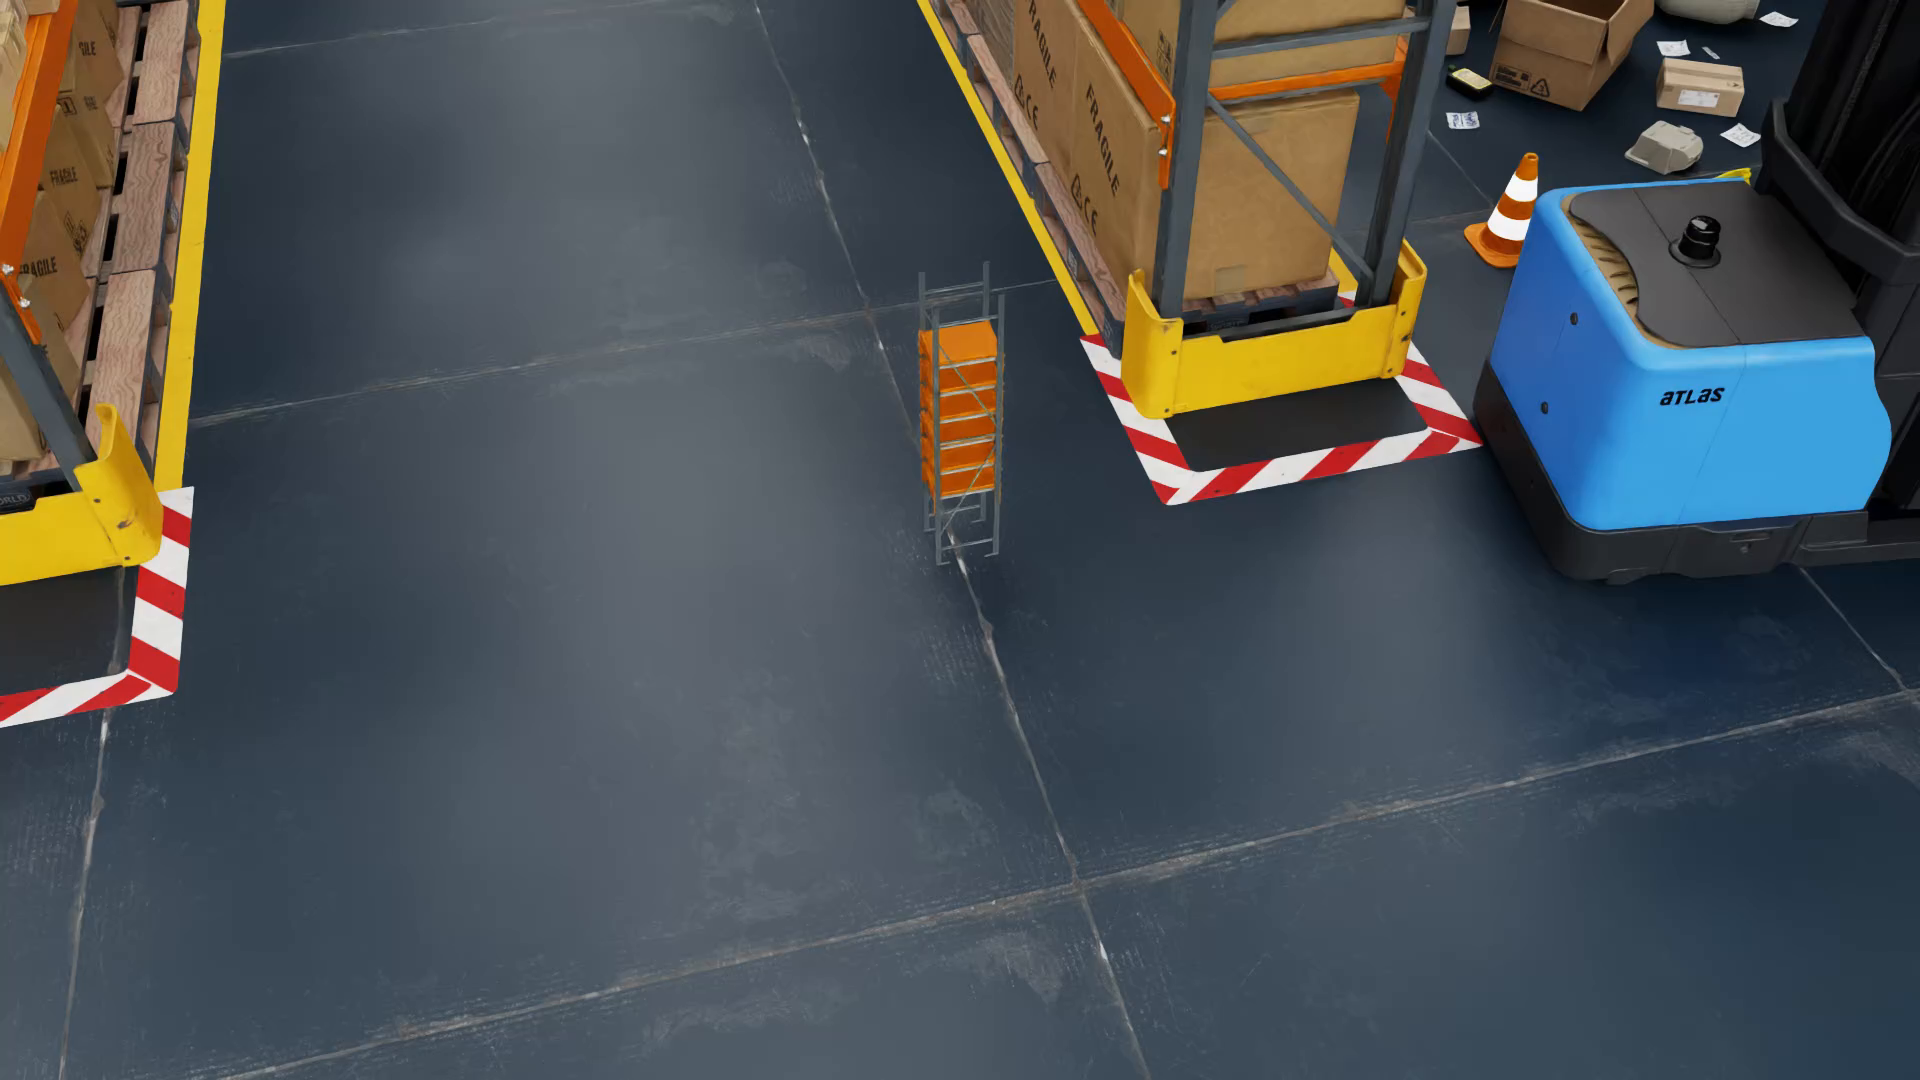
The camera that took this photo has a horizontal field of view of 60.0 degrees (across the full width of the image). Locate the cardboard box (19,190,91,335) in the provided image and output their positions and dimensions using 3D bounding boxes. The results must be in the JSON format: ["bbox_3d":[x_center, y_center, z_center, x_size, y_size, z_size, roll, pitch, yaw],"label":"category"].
[{"bbox_3d":[-3.895,-1.045,6.630,0.500,0.500,0.500,0,46,0],"label":"cardboard box"}]

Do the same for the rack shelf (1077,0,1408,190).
[{"bbox_3d":[0.743,-2.899,7.494,1.077,0.370,4.000,-11,47,-10],"label":"rack shelf"}]

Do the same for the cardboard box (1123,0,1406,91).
[{"bbox_3d":[1.116,-2.070,6.073,0.875,0.550,0.550,-11,47,-10],"label":"cardboard box"}]

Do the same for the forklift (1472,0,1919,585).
[{"bbox_3d":[3.608,-1.316,5.487,3.031,2.935,1.130,-5,46,-4],"label":"forklift"}]

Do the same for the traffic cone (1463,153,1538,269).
[{"bbox_3d":[2.492,-1.508,7.404,0.336,0.463,0.334,-11,47,-10],"label":"traffic cone"}]

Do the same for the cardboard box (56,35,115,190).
[{"bbox_3d":[-4.137,-1.874,7.443,0.500,0.500,0.500,-15,47,-14],"label":"cardboard box"}]

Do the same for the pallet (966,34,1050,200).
[{"bbox_3d":[0.666,-2.172,8.231,1.003,0.211,1.213,-11,47,-10],"label":"pallet"}]

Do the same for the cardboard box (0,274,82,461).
[{"bbox_3d":[-3.709,-0.639,6.232,0.500,0.500,0.500,-3,46,-3],"label":"cardboard box"}]

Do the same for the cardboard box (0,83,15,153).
[{"bbox_3d":[-3.503,-1.436,5.733,0.380,0.149,0.250,-11,47,-10],"label":"cardboard box"}]

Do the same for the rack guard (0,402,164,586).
[{"bbox_3d":[-3.585,-0.110,6.008,1.175,0.500,0.348,-11,47,-10],"label":"rack guard"}]

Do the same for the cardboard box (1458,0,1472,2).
[{"bbox_3d":[2.870,-3.312,9.048,0.797,0.637,0.503,-11,47,-10],"label":"cardboard box"}]

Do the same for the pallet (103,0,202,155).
[{"bbox_3d":[-4.383,-2.261,8.318,1.003,0.211,1.213,-11,47,-10],"label":"pallet"}]

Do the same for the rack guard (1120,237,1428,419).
[{"bbox_3d":[1.261,-0.878,6.760,1.175,0.500,0.348,-11,47,-10],"label":"rack guard"}]

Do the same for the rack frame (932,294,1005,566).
[{"bbox_3d":[0.027,-0.347,5.750,0.240,1.200,0.006,-11,47,-10],"label":"rack frame"}]

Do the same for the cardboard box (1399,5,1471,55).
[{"bbox_3d":[2.452,-2.724,8.734,0.396,0.266,0.258,-3,46,-3],"label":"cardboard box"}]

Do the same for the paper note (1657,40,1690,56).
[{"bbox_3d":[3.776,-2.604,8.788,0.148,0.019,0.142,4,46,4],"label":"paper note"}]

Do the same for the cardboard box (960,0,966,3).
[{"bbox_3d":[0.324,-3.487,8.761,0.875,0.875,0.875,-10,46,-10],"label":"cardboard box"}]

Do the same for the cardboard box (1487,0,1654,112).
[{"bbox_3d":[3.117,-2.620,8.466,0.637,0.503,0.797,27,51,24],"label":"cardboard box"}]

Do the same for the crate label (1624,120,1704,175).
[{"bbox_3d":[3.410,-1.897,8.013,0.250,0.136,0.298,-35,55,-30],"label":"crate label"}]

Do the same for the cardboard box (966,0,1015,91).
[{"bbox_3d":[0.559,-2.866,8.152,0.875,0.875,0.875,-10,46,-10],"label":"cardboard box"}]

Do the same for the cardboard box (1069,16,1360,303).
[{"bbox_3d":[1.018,-1.629,6.940,0.875,0.875,0.875,-10,47,-10],"label":"cardboard box"}]

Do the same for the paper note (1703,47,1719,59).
[{"bbox_3d":[3.955,-2.565,8.756,0.032,0.001,0.123,-11,47,-10],"label":"paper note"}]

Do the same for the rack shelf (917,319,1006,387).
[{"bbox_3d":[0.004,-0.631,5.586,0.258,0.103,0.180,-11,47,-10],"label":"rack shelf"}]

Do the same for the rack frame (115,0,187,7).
[{"bbox_3d":[-4.590,-3.694,7.770,1.000,3.000,0.127,-11,47,-10],"label":"rack frame"}]

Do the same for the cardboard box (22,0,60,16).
[{"bbox_3d":[-3.698,-2.138,6.421,0.380,0.149,0.250,-11,47,-10],"label":"cardboard box"}]

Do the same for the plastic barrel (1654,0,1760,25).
[{"bbox_3d":[4.022,-2.992,8.886,0.512,0.421,0.421,19,48,17],"label":"plastic barrel"}]

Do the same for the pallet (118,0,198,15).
[{"bbox_3d":[-4.790,-3.255,9.292,1.003,0.211,1.213,-11,47,-10],"label":"pallet"}]

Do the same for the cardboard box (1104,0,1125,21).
[{"bbox_3d":[0.954,-2.446,6.442,0.875,0.550,0.550,-11,47,-10],"label":"cardboard box"}]

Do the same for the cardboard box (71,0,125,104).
[{"bbox_3d":[-4.372,-2.289,7.849,0.500,0.500,0.500,3,46,2],"label":"cardboard box"}]

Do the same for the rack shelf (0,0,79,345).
[{"bbox_3d":[-4.077,-2.061,6.674,1.077,0.370,4.000,-11,47,-10],"label":"rack shelf"}]

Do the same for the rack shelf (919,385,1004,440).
[{"bbox_3d":[0.004,-0.463,5.758,0.258,0.103,0.180,-11,47,-10],"label":"rack shelf"}]

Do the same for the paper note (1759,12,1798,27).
[{"bbox_3d":[4.428,-2.817,8.989,0.142,0.019,0.148,-26,51,-24],"label":"paper note"}]

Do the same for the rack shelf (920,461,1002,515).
[{"bbox_3d":[0.004,-0.211,6.015,0.258,0.103,0.180,-11,47,-10],"label":"rack shelf"}]

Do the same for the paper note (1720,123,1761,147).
[{"bbox_3d":[3.848,-1.994,8.183,0.148,0.019,0.142,-26,51,-24],"label":"paper note"}]

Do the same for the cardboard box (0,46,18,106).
[{"bbox_3d":[-3.587,-1.605,5.899,0.380,0.149,0.250,-11,47,-10],"label":"cardboard box"}]

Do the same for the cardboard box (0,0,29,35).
[{"bbox_3d":[-3.734,-1.947,6.233,0.380,0.149,0.250,-11,47,-10],"label":"cardboard box"}]

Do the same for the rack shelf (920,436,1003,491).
[{"bbox_3d":[0.004,-0.295,5.929,0.258,0.103,0.180,-11,47,-10],"label":"rack shelf"}]

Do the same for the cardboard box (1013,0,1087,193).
[{"bbox_3d":[0.790,-2.236,7.535,0.875,0.875,0.875,-11,47,-11],"label":"cardboard box"}]

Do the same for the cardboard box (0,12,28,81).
[{"bbox_3d":[-3.644,-1.779,6.069,0.380,0.149,0.250,-11,47,-10],"label":"cardboard box"}]

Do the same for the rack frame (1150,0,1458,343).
[{"bbox_3d":[1.255,-1.770,5.884,1.000,3.000,0.127,-11,47,-10],"label":"rack frame"}]

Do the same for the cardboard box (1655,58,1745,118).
[{"bbox_3d":[3.726,-2.282,8.382,0.380,0.149,0.250,11,47,11],"label":"cardboard box"}]

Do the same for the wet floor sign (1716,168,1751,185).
[{"bbox_3d":[3.177,-1.288,7.060,0.267,0.644,0.232,-18,48,-17],"label":"wet floor sign"}]

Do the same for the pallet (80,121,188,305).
[{"bbox_3d":[-4.067,-1.417,7.491,1.003,0.211,1.213,-11,47,-10],"label":"pallet"}]

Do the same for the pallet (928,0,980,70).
[{"bbox_3d":[0.350,-3.016,9.058,1.003,0.211,1.213,-11,47,-10],"label":"pallet"}]

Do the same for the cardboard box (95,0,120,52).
[{"bbox_3d":[-4.526,-2.683,8.235,0.500,0.500,0.500,-12,47,-12],"label":"cardboard box"}]

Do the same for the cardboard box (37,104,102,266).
[{"bbox_3d":[-4.037,-1.481,7.057,0.500,0.500,0.500,-7,46,-7],"label":"cardboard box"}]

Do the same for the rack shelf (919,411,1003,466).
[{"bbox_3d":[0.004,-0.379,5.843,0.258,0.103,0.180,-11,47,-10],"label":"rack shelf"}]

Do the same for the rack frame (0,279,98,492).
[{"bbox_3d":[-3.565,-0.932,5.064,1.000,3.000,0.127,-11,47,-10],"label":"rack frame"}]

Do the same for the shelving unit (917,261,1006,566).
[{"bbox_3d":[0.004,-0.410,5.812,0.258,1.200,0.189,-11,47,-10],"label":"shelving unit"}]

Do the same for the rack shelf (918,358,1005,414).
[{"bbox_3d":[0.004,-0.547,5.672,0.258,0.103,0.180,-11,47,-10],"label":"rack shelf"}]

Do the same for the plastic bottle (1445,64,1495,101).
[{"bbox_3d":[2.585,-2.348,8.508,0.133,0.061,0.283,-26,51,-24],"label":"plastic bottle"}]

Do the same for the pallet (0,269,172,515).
[{"bbox_3d":[-3.759,-0.576,6.667,1.003,0.211,1.213,-11,47,-10],"label":"pallet"}]

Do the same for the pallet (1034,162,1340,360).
[{"bbox_3d":[0.975,-1.331,7.407,1.003,0.211,1.213,-11,47,-10],"label":"pallet"}]

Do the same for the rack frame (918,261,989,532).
[{"bbox_3d":[-0.020,-0.473,5.874,0.240,1.200,0.006,-11,47,-10],"label":"rack frame"}]

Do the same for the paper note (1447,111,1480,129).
[{"bbox_3d":[2.506,-2.094,8.282,0.144,0.017,0.142,4,46,4],"label":"paper note"}]
